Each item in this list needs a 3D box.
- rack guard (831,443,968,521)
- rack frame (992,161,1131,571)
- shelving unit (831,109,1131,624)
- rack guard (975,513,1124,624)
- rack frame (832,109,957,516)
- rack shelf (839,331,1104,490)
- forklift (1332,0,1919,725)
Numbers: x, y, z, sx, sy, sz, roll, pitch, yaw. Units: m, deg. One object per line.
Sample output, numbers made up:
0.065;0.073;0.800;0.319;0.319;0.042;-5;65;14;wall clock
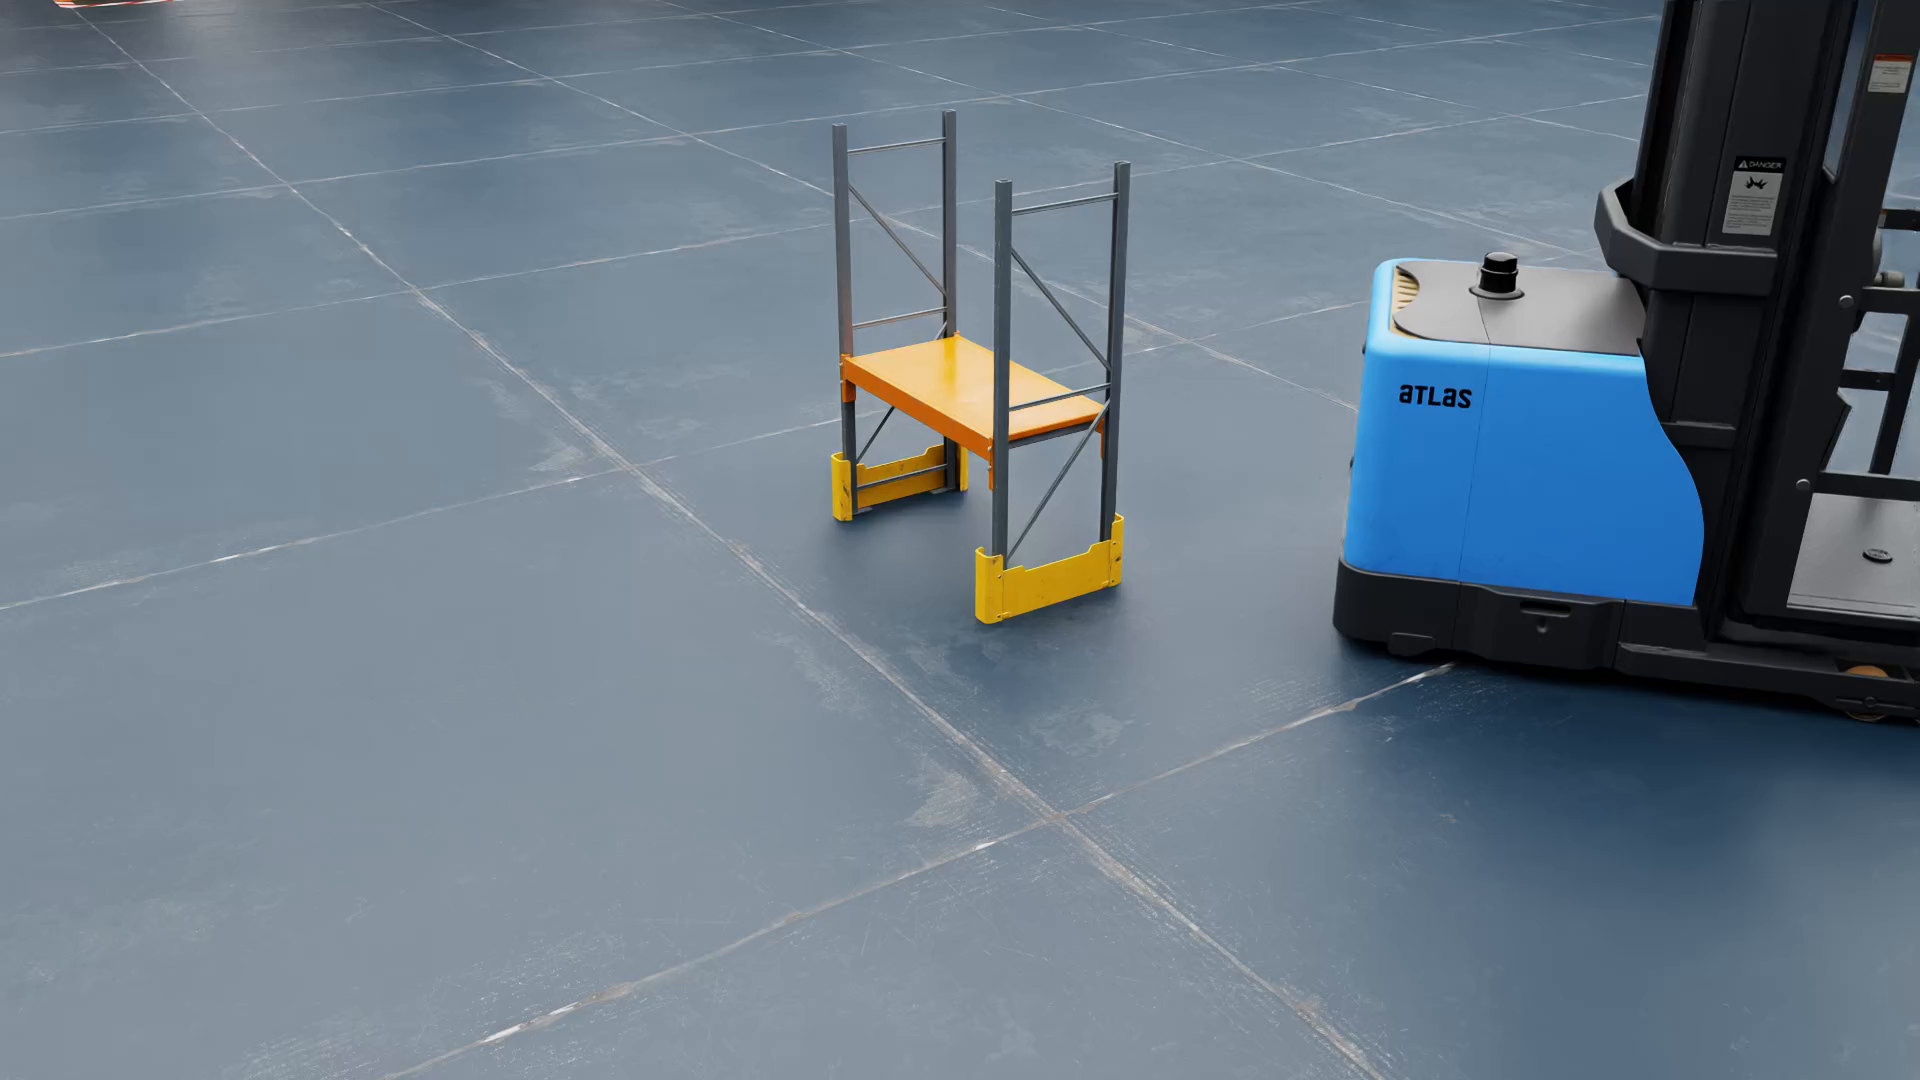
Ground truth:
-0.230;-0.264;6.516;0.587;0.250;0.087;-16;29;-30;rack guard
0.324;-0.466;5.480;0.500;1.500;0.032;-16;29;-30;rack frame
0.042;-0.651;5.872;0.587;1.500;1.083;-16;29;-30;shelving unit
0.313;0.092;5.762;0.587;0.250;0.087;-16;29;-30;rack guard
-0.231;-0.830;6.250;0.500;1.500;0.032;-16;29;-30;rack frame
0.047;-0.485;5.942;0.538;0.185;1.000;-16;29;-30;rack shelf
2.806;-1.003;4.941;3.031;2.935;1.130;6;26;13;forklift
